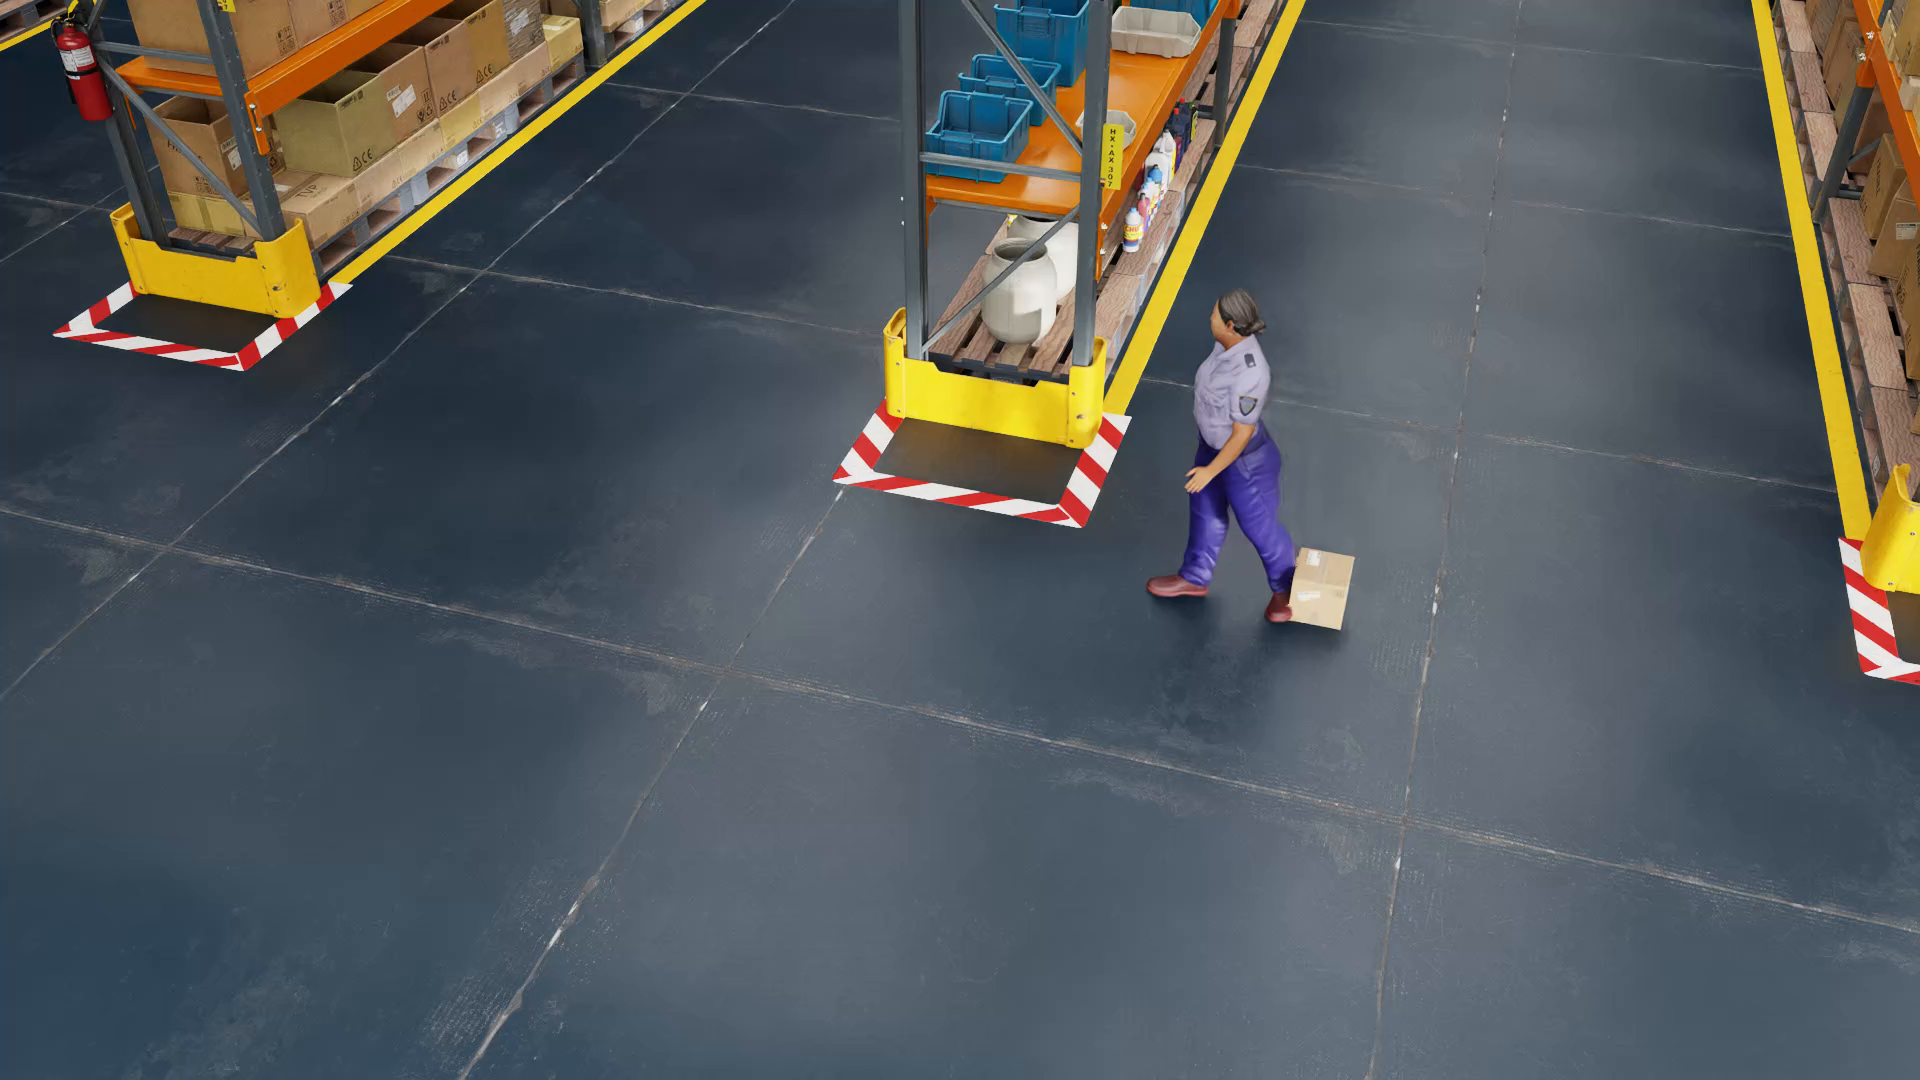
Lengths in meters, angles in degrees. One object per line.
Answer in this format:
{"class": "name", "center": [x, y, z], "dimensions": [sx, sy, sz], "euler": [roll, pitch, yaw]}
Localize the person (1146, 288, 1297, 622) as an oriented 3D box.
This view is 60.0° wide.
{"class": "person", "center": [1.249, -0.370, 7.383], "dimensions": [0.696, 1.630, 0.511], "euler": [-6, 38, -8]}
